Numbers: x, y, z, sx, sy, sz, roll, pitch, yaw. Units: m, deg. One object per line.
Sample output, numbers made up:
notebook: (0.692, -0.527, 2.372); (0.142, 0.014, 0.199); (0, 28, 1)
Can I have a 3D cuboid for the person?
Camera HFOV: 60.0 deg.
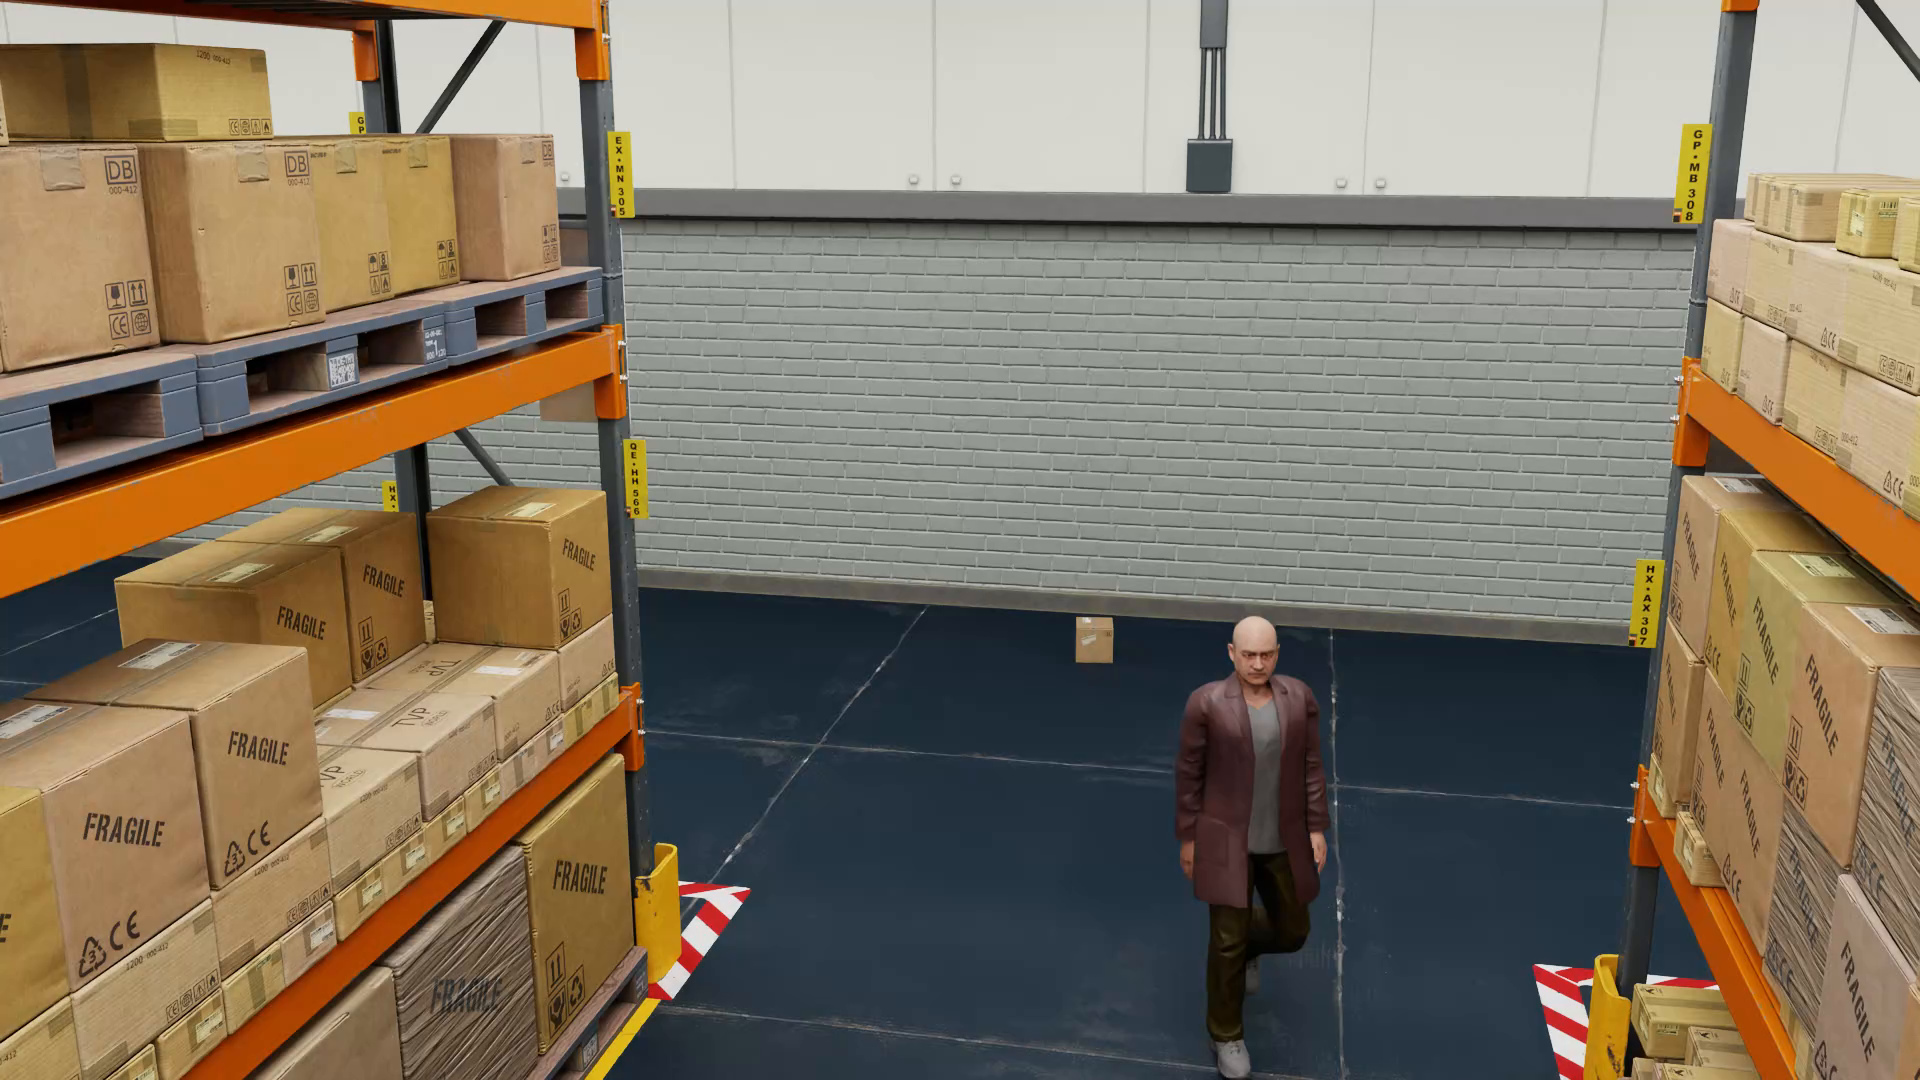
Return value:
person: (1.139, 1.142, 6.514); (0.612, 1.766, 0.772); (-2, 15, -8)
